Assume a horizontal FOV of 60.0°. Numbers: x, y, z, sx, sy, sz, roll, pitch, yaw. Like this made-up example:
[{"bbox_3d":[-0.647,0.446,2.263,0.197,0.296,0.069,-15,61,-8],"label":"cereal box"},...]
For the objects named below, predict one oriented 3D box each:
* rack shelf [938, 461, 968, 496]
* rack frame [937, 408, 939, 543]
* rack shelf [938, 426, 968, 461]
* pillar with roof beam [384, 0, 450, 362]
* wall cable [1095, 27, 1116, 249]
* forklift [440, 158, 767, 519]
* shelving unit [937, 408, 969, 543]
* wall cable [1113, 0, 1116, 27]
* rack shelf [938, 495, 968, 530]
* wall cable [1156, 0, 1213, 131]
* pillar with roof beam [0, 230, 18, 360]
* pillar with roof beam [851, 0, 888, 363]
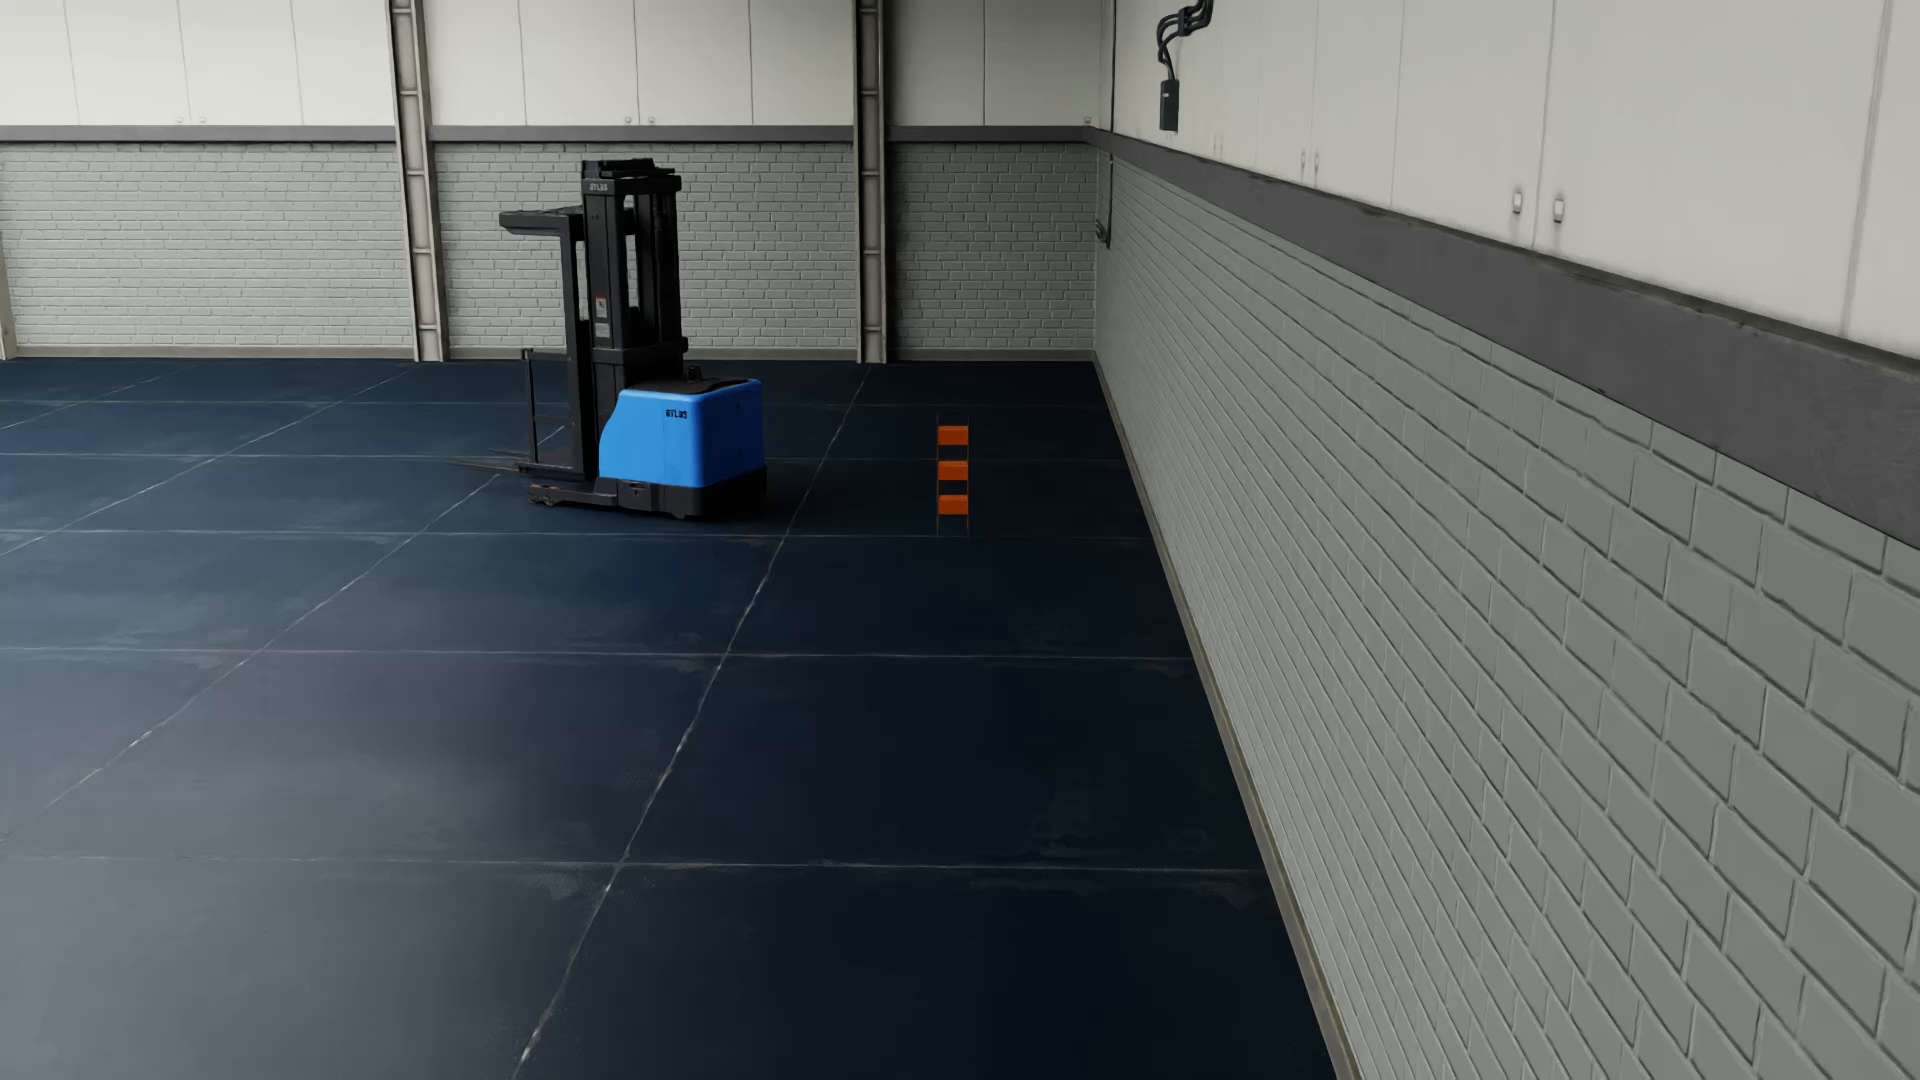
[{"bbox_3d":[-0.053,-0.498,13.210,0.240,0.259,0.215,0,15,1],"label":"rack shelf"},{"bbox_3d":[-0.175,-0.509,13.210,0.008,1.050,0.200,0,15,1],"label":"rack frame"},{"bbox_3d":[-0.053,-0.772,13.138,0.240,0.259,0.215,0,15,1],"label":"rack shelf"},{"bbox_3d":[-7.286,-5.705,17.323,0.400,9.000,9.100,0,15,1],"label":"pillar with roof beam"},{"bbox_3d":[1.734,-4.906,20.381,0.112,2.526,3.097,0,15,1],"label":"wall cable"},{"bbox_3d":[-3.252,-1.829,14.527,3.031,2.935,1.130,7,16,25],"label":"forklift"},{"bbox_3d":[-0.053,-0.508,13.207,0.252,1.050,0.215,0,15,1],"label":"shelving unit"},{"bbox_3d":[1.665,-6.658,17.122,0.112,2.526,3.097,0,15,1],"label":"wall cable"},{"bbox_3d":[-0.053,-0.229,13.281,0.240,0.259,0.215,0,15,1],"label":"rack shelf"},{"bbox_3d":[1.475,-5.631,10.376,0.169,6.003,2.305,0,15,1],"label":"wall cable"},{"bbox_3d":[-13.284,-5.744,17.471,0.400,9.000,9.100,0,15,1],"label":"pillar with roof beam"},{"bbox_3d":[-1.287,-5.666,17.175,0.400,9.000,9.100,0,15,1],"label":"pillar with roof beam"}]
